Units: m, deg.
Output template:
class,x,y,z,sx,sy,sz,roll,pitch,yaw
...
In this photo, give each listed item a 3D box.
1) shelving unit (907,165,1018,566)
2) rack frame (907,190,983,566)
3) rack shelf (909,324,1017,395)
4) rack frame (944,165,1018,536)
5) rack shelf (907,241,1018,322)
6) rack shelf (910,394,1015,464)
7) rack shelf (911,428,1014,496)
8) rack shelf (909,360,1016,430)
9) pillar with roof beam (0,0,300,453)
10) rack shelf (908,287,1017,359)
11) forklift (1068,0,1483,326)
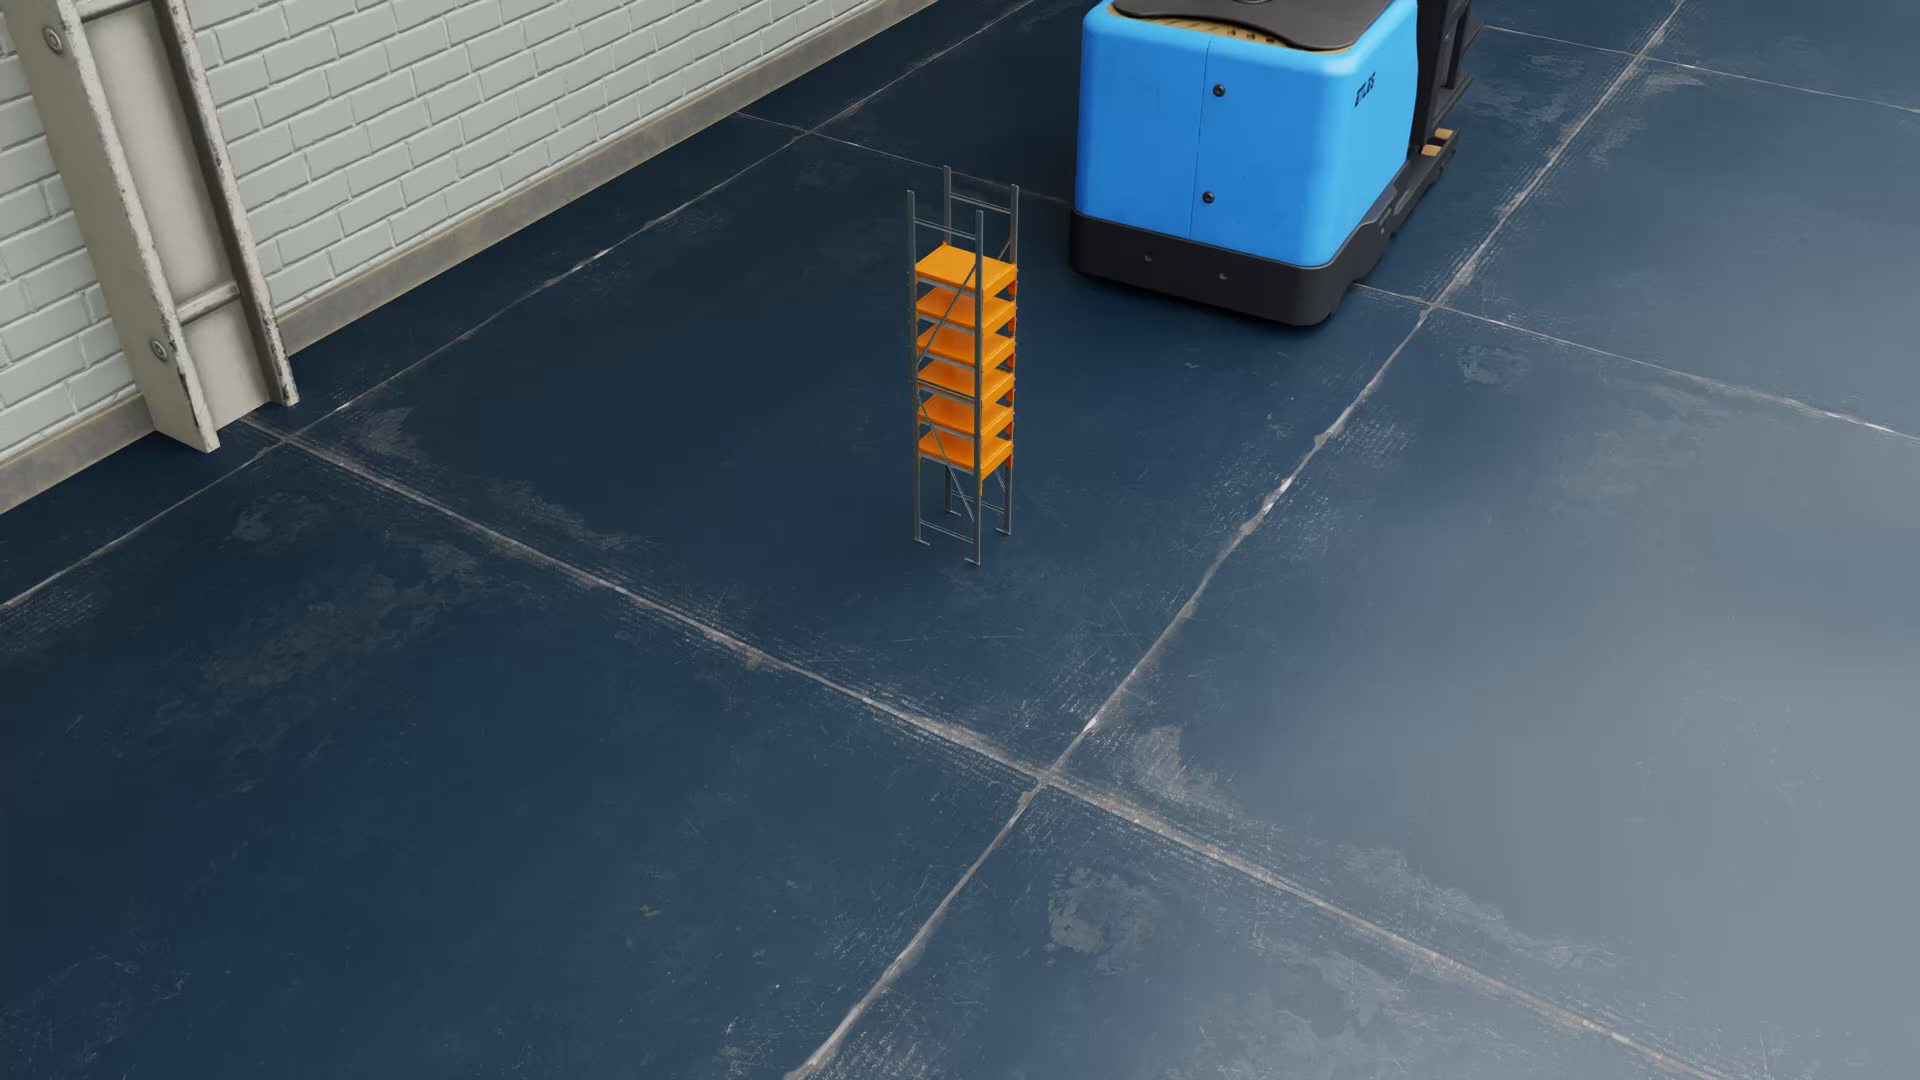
class,x,y,z,sx,sy,sz,roll,pitch,yaw
shelving unit,0.008,-0.483,4.893,0.258,1.200,0.189,21,42,25
rack frame,-0.041,-0.435,4.832,0.240,1.200,0.006,21,42,25
rack shelf,0.008,-0.543,4.847,0.258,0.103,0.180,21,42,25
rack frame,0.057,-0.530,4.955,0.240,1.200,0.006,21,42,25
rack shelf,0.008,-0.733,4.701,0.258,0.103,0.180,21,42,25
rack shelf,0.008,-0.352,4.994,0.258,0.103,0.180,21,42,25
rack shelf,0.008,-0.257,5.067,0.258,0.103,0.180,21,42,25
rack shelf,0.008,-0.447,4.920,0.258,0.103,0.180,21,42,25
pillar with roof beam,1.062,-2.601,1.254,9.100,9.000,0.400,21,42,25
rack shelf,0.008,-0.638,4.774,0.258,0.103,0.180,21,42,25
forklift,1.568,-2.839,6.532,1.130,2.935,3.031,18,41,22
